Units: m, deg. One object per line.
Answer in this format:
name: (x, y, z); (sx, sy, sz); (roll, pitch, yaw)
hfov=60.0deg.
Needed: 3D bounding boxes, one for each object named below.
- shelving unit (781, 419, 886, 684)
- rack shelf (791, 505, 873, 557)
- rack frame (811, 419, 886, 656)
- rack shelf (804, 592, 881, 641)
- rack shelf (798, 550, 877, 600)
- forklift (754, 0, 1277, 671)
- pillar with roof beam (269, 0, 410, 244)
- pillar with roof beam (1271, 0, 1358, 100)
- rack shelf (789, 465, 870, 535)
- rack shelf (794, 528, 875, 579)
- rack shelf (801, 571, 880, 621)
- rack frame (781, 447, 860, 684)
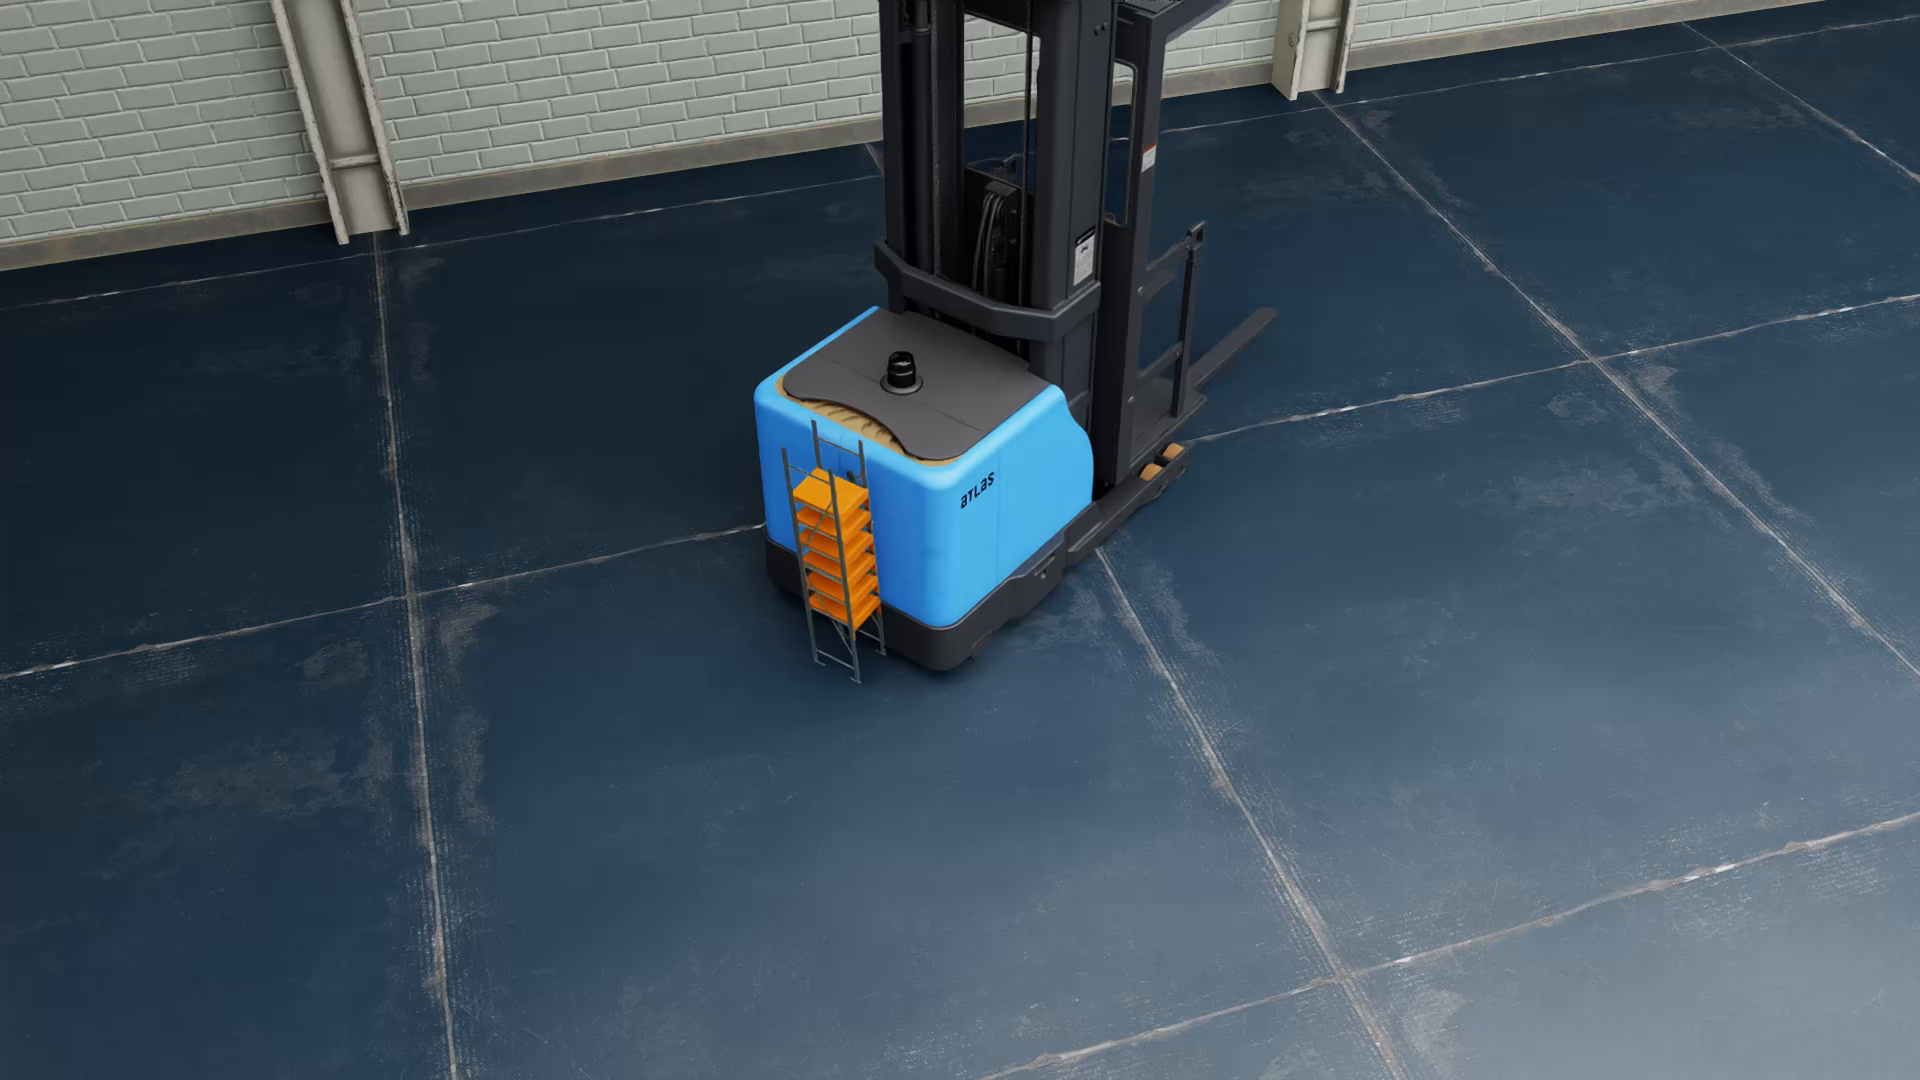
shelving unit: (-0.489, 0.071, 6.598); (0.258, 1.200, 0.189); (24, 51, 25)
rack shelf: (-0.497, -0.068, 6.461); (0.258, 0.103, 0.180); (24, 51, 25)
rack frame: (-0.438, 0.016, 6.651); (0.240, 1.200, 0.006); (24, 51, 25)
rack shelf: (-0.477, 0.273, 6.797); (0.258, 0.103, 0.180); (24, 51, 25)
rack shelf: (-0.487, 0.103, 6.629); (0.258, 0.103, 0.180); (24, 51, 25)
forklift: (0.454, -1.478, 7.063); (1.130, 2.935, 3.031); (27, 48, 28)
pillar with roof beam: (-2.130, -2.518, 3.643); (0.400, 9.000, 9.100); (-12, 42, -13)
pillar with roof beam: (3.593, -3.704, 5.000); (0.400, 9.000, 9.100); (-12, 42, -13)
rack shelf: (-0.502, -0.154, 6.377); (0.258, 0.103, 0.180); (24, 51, 25)
rack shelf: (-0.492, 0.017, 6.545); (0.258, 0.103, 0.180); (24, 51, 25)
rack shelf: (-0.482, 0.188, 6.713); (0.258, 0.103, 0.180); (24, 51, 25)
rack frame: (-0.540, 0.126, 6.545); (0.240, 1.200, 0.006); (24, 51, 25)
